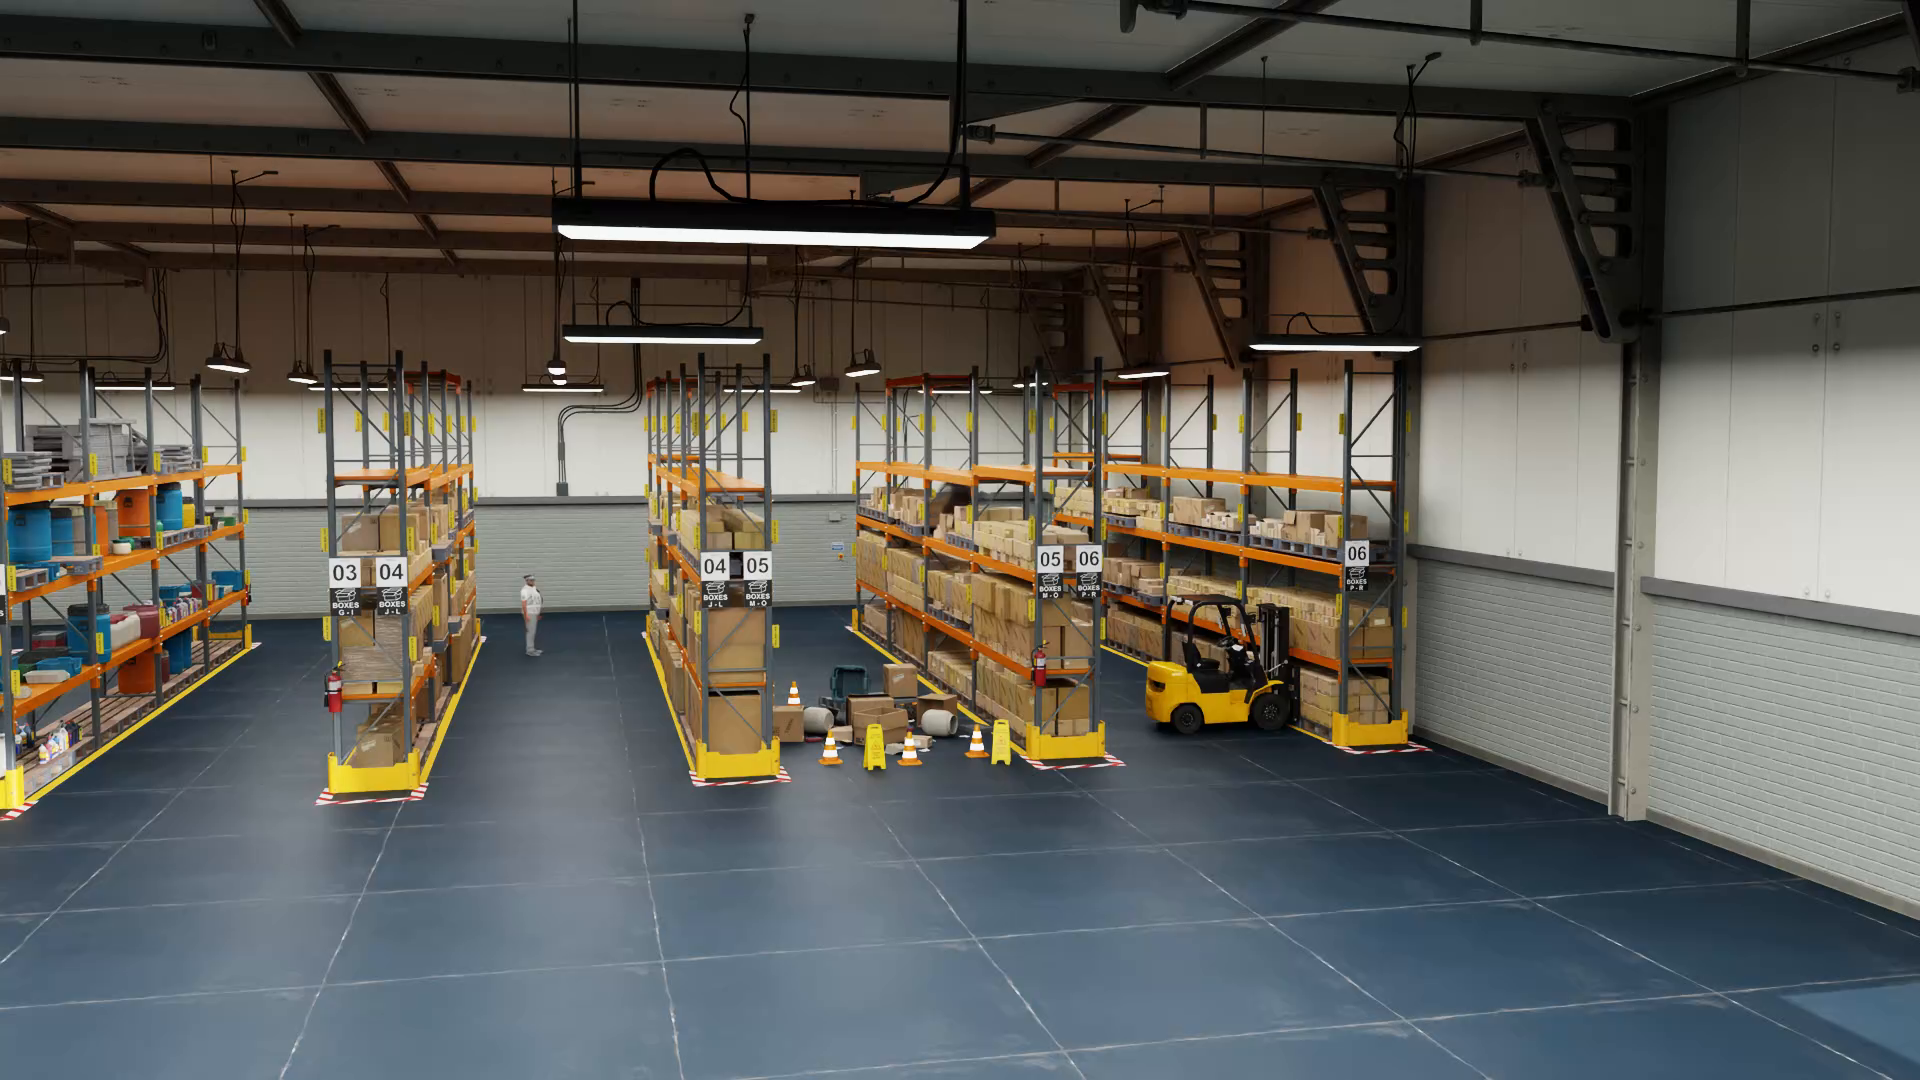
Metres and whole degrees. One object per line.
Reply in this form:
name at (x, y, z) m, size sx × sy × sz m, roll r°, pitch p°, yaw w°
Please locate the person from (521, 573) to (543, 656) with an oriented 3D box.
person at (-9.310, 1.619, 36.186) m, size 0.434 × 1.800 × 0.608 m, roll 0°, pitch 4°, yaw -4°
